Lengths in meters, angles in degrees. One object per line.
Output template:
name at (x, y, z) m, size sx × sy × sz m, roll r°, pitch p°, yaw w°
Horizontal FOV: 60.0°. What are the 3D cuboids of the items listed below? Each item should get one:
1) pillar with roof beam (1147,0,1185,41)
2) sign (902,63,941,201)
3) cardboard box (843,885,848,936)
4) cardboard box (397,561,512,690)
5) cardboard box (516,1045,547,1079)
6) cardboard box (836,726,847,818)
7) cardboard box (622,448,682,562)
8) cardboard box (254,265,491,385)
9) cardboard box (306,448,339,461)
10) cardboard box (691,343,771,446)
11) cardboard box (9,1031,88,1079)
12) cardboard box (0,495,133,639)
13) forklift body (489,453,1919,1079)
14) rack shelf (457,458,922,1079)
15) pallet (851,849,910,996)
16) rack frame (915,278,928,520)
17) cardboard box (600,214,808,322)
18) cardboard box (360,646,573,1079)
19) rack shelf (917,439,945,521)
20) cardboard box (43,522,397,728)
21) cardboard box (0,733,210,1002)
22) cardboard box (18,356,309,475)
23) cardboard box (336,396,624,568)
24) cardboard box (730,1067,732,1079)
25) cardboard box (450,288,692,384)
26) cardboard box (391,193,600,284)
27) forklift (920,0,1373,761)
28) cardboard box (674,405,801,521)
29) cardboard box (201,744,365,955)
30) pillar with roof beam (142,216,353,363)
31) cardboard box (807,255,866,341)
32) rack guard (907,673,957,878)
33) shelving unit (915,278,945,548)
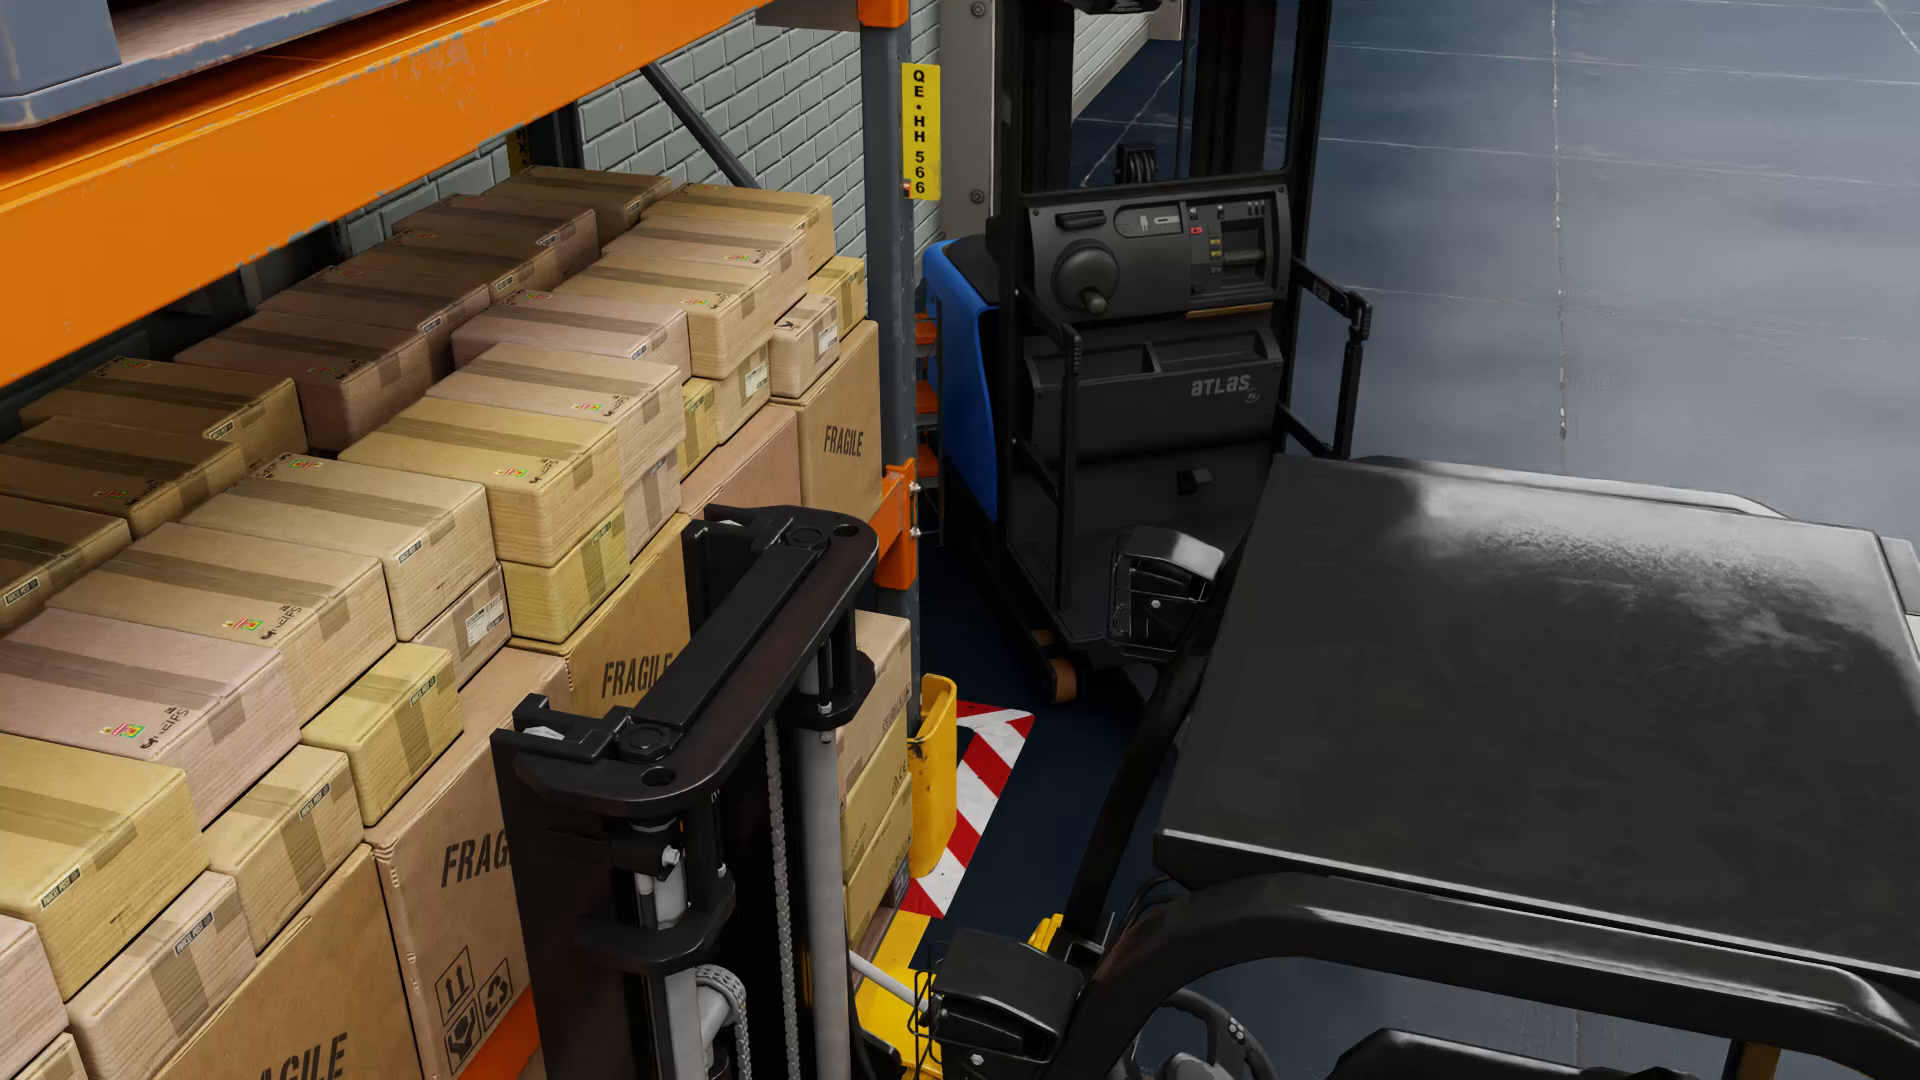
pillar with roof beam at (5.961, -7.838, 11.583) m, size 9.100 × 9.000 × 0.400 m, roll 8°, pitch 30°, yaw 15°
sign at (-0.096, -0.974, 3.981) m, size 0.100 × 0.325 × 0.005 m, roll 8°, pitch 30°, yaw 15°
cardboard box at (-0.601, 1.062, 4.151) m, size 0.500 × 0.250 × 0.500 m, roll 8°, pitch 30°, yaw 15°
cardboard box at (-0.957, 0.128, 2.664) m, size 0.380 × 0.149 × 0.250 m, roll 8°, pitch 30°, yaw 15°
cardboard box at (-0.886, 1.099, 3.056) m, size 0.500 × 0.250 × 0.500 m, roll 8°, pitch 30°, yaw 14°
cardboard box at (-0.591, 0.629, 3.902) m, size 0.500 × 0.250 × 0.500 m, roll 9°, pitch 30°, yaw 16°
cardboard box at (-0.742, -0.096, 3.066) m, size 0.380 × 0.149 × 0.250 m, roll 8°, pitch 30°, yaw 13°
cardboard box at (-1.173, -0.426, 3.354) m, size 0.380 × 0.149 × 0.250 m, roll 9°, pitch 30°, yaw 15°
cardboard box at (-1.327, -0.193, 3.242) m, size 0.380 × 0.149 × 0.250 m, roll 9°, pitch 30°, yaw 15°
cardboard box at (-0.625, -0.340, 3.505) m, size 0.380 × 0.149 × 0.250 m, roll 9°, pitch 30°, yaw 16°
cardboard box at (-1.172, 0.623, 1.775) m, size 0.380 × 0.149 × 0.250 m, roll 9°, pitch 30°, yaw 16°
cardboard box at (-1.469, 0.058, 2.485) m, size 0.380 × 0.149 × 0.250 m, roll 9°, pitch 30°, yaw 16°
forklift body at (0.577, 1.064, 2.625) m, size 2.313 × 2.155 × 1.214 m, roll 8°, pitch 30°, yaw 15°
rack shelf at (-1.197, 0.795, 2.975) m, size 1.077 × 0.370 × 4.000 m, roll 8°, pitch 30°, yaw 15°
pallet at (-0.795, 1.131, 4.499) m, size 1.003 × 0.211 × 1.213 m, roll 8°, pitch 30°, yaw 15°
rack frame at (-0.229, -0.537, 6.636) m, size 0.200 × 1.050 × 0.008 m, roll -8°, pitch 30°, yaw -13°
cardboard box at (-0.557, -0.590, 3.650) m, size 0.380 × 0.149 × 0.250 m, roll 9°, pitch 30°, yaw 15°
cardboard box at (-0.952, 0.487, 2.686) m, size 0.500 × 0.500 × 0.500 m, roll 9°, pitch 30°, yaw 15°
rack shelf at (-0.197, -0.228, 6.673) m, size 0.215 × 0.259 × 0.240 m, roll -8°, pitch 30°, yaw -13°
cardboard box at (-1.049, 0.119, 2.375) m, size 0.380 × 0.149 × 0.250 m, roll 9°, pitch 30°, yaw 15°
cardboard box at (-1.126, 0.364, 1.935) m, size 0.380 × 0.149 × 0.250 m, roll 8°, pitch 30°, yaw 14°
cardboard box at (-1.398, -0.192, 2.933) m, size 0.380 × 0.149 × 0.250 m, roll 8°, pitch 30°, yaw 14°
cardboard box at (-0.793, -0.102, 2.772) m, size 0.380 × 0.149 × 0.250 m, roll 9°, pitch 30°, yaw 16°
cardboard box at (-0.743, 1.096, 3.576) m, size 0.500 × 0.250 × 0.500 m, roll 8°, pitch 30°, yaw 14°
cardboard box at (-0.752, -0.360, 3.235) m, size 0.380 × 0.149 × 0.250 m, roll 9°, pitch 30°, yaw 15°
cardboard box at (-1.051, -0.666, 3.785) m, size 0.380 × 0.149 × 0.250 m, roll 10°, pitch 30°, yaw 17°
forklift at (0.741, -0.930, 5.406) m, size 1.130 × 2.935 × 3.031 m, roll -8°, pitch 30°, yaw -14°
cardboard box at (-0.665, 0.013, 3.537) m, size 0.500 × 0.500 × 0.500 m, roll 9°, pitch 30°, yaw 16°
cardboard box at (-1.036, 0.382, 2.208) m, size 0.380 × 0.149 × 0.250 m, roll 8°, pitch 30°, yaw 13°
pillar with roof beam at (2.439, -2.261, 1.558) m, size 9.100 × 9.000 × 0.400 m, roll 8°, pitch 30°, yaw 15°
cardboard box at (-0.444, -0.575, 3.928) m, size 0.380 × 0.149 × 0.250 m, roll 9°, pitch 30°, yaw 16°
rack guard at (-0.603, 0.632, 5.099) m, size 1.175 × 0.500 × 0.348 m, roll 8°, pitch 30°, yaw 15°
shelving unit at (-0.197, -0.480, 6.533) m, size 0.215 × 1.050 × 0.252 m, roll -8°, pitch 30°, yaw -13°
